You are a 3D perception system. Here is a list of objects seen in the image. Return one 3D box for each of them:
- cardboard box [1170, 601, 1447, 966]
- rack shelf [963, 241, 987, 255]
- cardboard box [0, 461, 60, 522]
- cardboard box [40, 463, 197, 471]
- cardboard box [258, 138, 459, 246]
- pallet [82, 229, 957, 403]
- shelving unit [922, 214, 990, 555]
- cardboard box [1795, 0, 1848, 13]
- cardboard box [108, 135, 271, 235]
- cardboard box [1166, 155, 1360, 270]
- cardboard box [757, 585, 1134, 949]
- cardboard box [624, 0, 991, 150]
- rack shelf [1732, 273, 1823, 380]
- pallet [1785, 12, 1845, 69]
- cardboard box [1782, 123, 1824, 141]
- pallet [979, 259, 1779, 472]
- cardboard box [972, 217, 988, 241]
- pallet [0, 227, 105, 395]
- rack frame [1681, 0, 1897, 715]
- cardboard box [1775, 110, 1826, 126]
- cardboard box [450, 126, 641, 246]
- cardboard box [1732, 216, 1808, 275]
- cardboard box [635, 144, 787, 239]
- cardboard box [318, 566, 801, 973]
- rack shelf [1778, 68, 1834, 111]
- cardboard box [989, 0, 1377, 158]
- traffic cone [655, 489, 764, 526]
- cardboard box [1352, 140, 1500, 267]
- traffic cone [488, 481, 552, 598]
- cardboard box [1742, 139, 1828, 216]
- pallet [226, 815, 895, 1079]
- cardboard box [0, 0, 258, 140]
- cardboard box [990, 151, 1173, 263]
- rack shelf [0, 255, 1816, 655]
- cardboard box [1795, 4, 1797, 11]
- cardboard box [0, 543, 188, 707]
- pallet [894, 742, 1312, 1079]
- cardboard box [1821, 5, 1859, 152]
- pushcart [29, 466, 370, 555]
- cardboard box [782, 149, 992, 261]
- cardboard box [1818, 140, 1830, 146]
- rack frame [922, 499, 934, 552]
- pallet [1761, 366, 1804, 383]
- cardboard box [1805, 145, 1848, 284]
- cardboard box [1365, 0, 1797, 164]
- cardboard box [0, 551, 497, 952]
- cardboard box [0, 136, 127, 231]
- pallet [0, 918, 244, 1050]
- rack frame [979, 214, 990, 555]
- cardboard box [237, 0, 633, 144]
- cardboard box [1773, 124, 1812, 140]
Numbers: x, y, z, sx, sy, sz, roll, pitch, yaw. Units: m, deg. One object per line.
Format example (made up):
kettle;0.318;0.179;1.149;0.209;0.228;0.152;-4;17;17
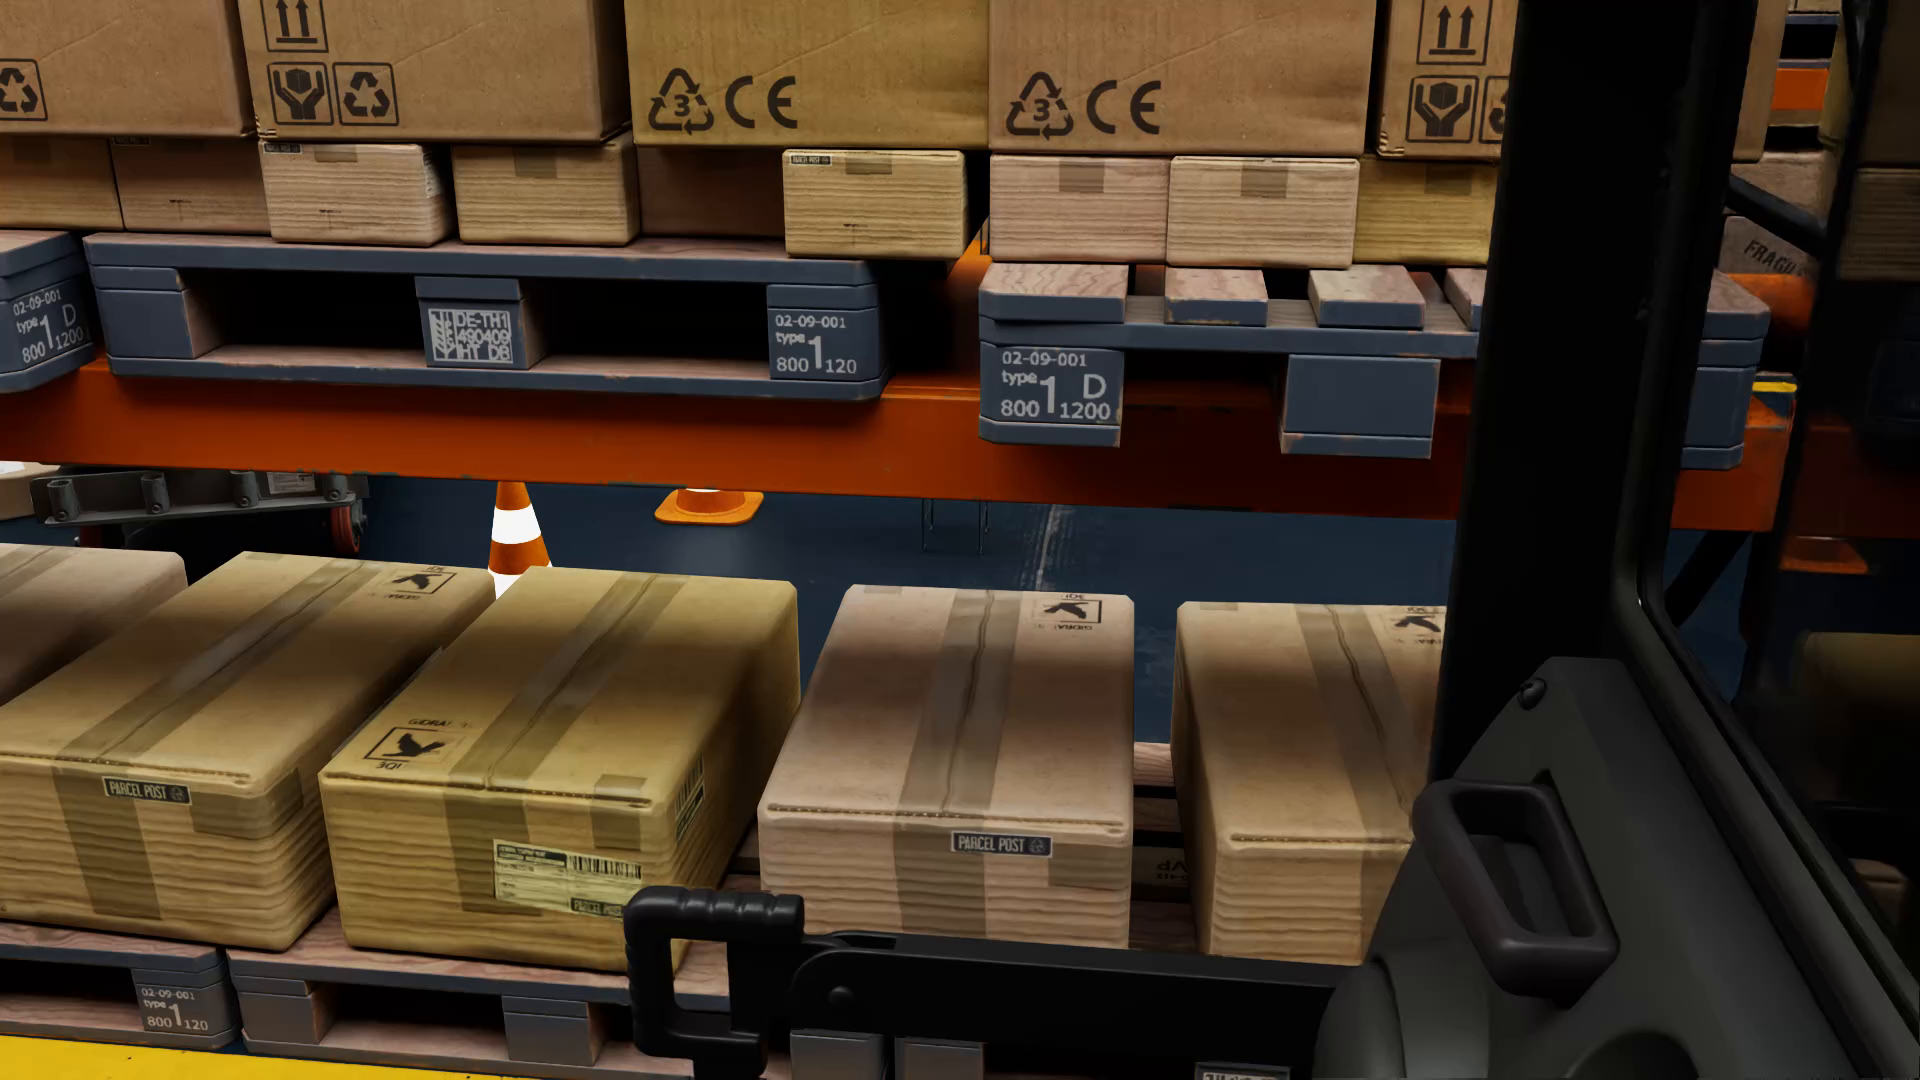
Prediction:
cardboard box;0.751;0.477;3.157;0.625;0.372;0.950;1;22;3
rack shelf;-0.014;-0.852;5.105;0.180;0.103;0.258;2;22;6
cardboard box;-3.218;-0.242;5.692;0.396;0.266;0.258;-14;25;-31
cardboard box;-2.481;-0.536;5.085;0.500;0.500;0.500;2;22;6
cardboard box;-0.858;-0.568;2.566;0.250;0.149;0.380;3;22;8
pallet;-0.660;-0.503;2.894;1.213;0.211;1.003;2;22;6
shelving unit;-0.014;-0.559;5.221;0.189;1.200;0.258;2;22;6
cardboard box;3.531;-2.262;6.853;0.250;0.149;0.380;3;22;7
cardboard box;-1.116;-0.598;2.643;0.250;0.149;0.380;3;22;7
cardboard box;0.428;-0.508;2.416;0.250;0.149;0.380;2;22;6
cardboard box;0.017;0.448;3.230;0.625;0.372;0.950;2;22;5
cardboard box;-0.189;-0.860;2.423;0.500;0.500;0.500;1;22;3
rack shelf;3.297;-0.101;2.594;4.000;0.370;1.077;2;22;6
pallet;3.764;-2.174;7.119;1.213;0.211;1.003;2;22;6
cardboard box;4.028;-1.716;7.510;0.500;0.250;0.500;3;22;8
pallet;0.591;-0.425;2.695;1.003;0.211;1.213;2;22;6
cardboard box;0.331;-1.578;7.841;0.750;0.750;1.050;3;22;7
pallet;-1.919;-0.520;2.935;1.213;0.211;1.003;2;22;6
rack frame;1.311;-0.522;2.680;0.127;3.000;1.000;2;22;6
cardboard box;5.812;-3.195;11.759;0.875;0.875;1.225;3;22;6
cardboard box;-0.590;-0.567;2.564;0.250;0.149;0.380;2;22;5
cardboard box;3.476;-1.202;7.228;0.500;0.500;0.500;2;22;5
cardboard box;-0.331;-0.586;2.612;0.250;0.149;0.380;3;22;7
cardboard box;-0.735;0.413;3.319;0.625;0.372;0.950;3;22;8
rack shelf;3.779;-1.912;7.176;4.000;0.370;1.077;2;22;6
cardboard box;0.312;-0.839;2.369;0.500;0.500;0.500;2;22;5
traffic cone;-0.859;-0.325;5.633;0.334;0.463;0.336;2;22;6
cardboard box;0.683;-0.514;2.430;0.250;0.149;0.380;3;22;7
traffic cone;-1.265;0.027;4.741;0.334;0.463;0.336;2;22;6
cardboard box;3.443;-1.549;7.087;0.500;0.250;0.500;3;22;7
pallet;-0.673;0.687;3.416;1.213;0.211;1.003;2;22;6
cardboard box;-1.242;-0.902;2.530;0.500;0.500;0.500;2;22;6
cardboard box;0.179;-0.522;2.451;0.250;0.149;0.380;1;22;4
rack shelf;-0.675;-0.274;3.031;4.000;0.370;1.077;2;22;6
cardboard box;3.281;-2.274;6.883;0.250;0.149;0.380;3;22;8
cardboard box;-2.140;0.354;3.469;0.625;0.372;0.950;3;22;7
pallet;0.535;0.740;3.280;1.213;0.211;1.003;2;22;6
cardboard box;1.822;-0.756;2.797;0.500;0.250;0.500;2;22;6
pushcart;-2.442;-0.310;5.711;0.936;0.377;1.648;-5;22;-12
cardboard box;-0.096;-0.529;2.469;0.250;0.149;0.380;3;22;7
cardboard box;3.961;-1.527;7.031;0.500;0.250;0.500;2;22;4
rack frame;-0.105;-0.563;5.231;0.006;1.200;0.240;2;22;6
pallet;3.777;-0.949;7.553;1.213;0.211;1.003;2;22;6
cardboard box;1.844;-0.525;2.892;0.500;0.250;0.500;2;22;4
cardboard box;0.827;-0.820;2.323;0.500;0.500;0.500;2;22;5
cardboard box;-1.426;0.383;3.393;0.625;0.372;0.950;4;22;10
cardboard box;-1.362;-0.609;2.672;0.250;0.149;0.380;3;22;7
pallet;-1.888;0.635;3.547;1.213;0.211;1.003;2;22;6
rack frame;0.076;-0.555;5.211;0.006;1.200;0.240;2;22;6
cardboard box;-0.731;-0.884;2.484;0.500;0.500;0.500;2;22;4
cardboard box;3.509;-1.736;7.559;0.500;0.250;0.500;3;22;8
